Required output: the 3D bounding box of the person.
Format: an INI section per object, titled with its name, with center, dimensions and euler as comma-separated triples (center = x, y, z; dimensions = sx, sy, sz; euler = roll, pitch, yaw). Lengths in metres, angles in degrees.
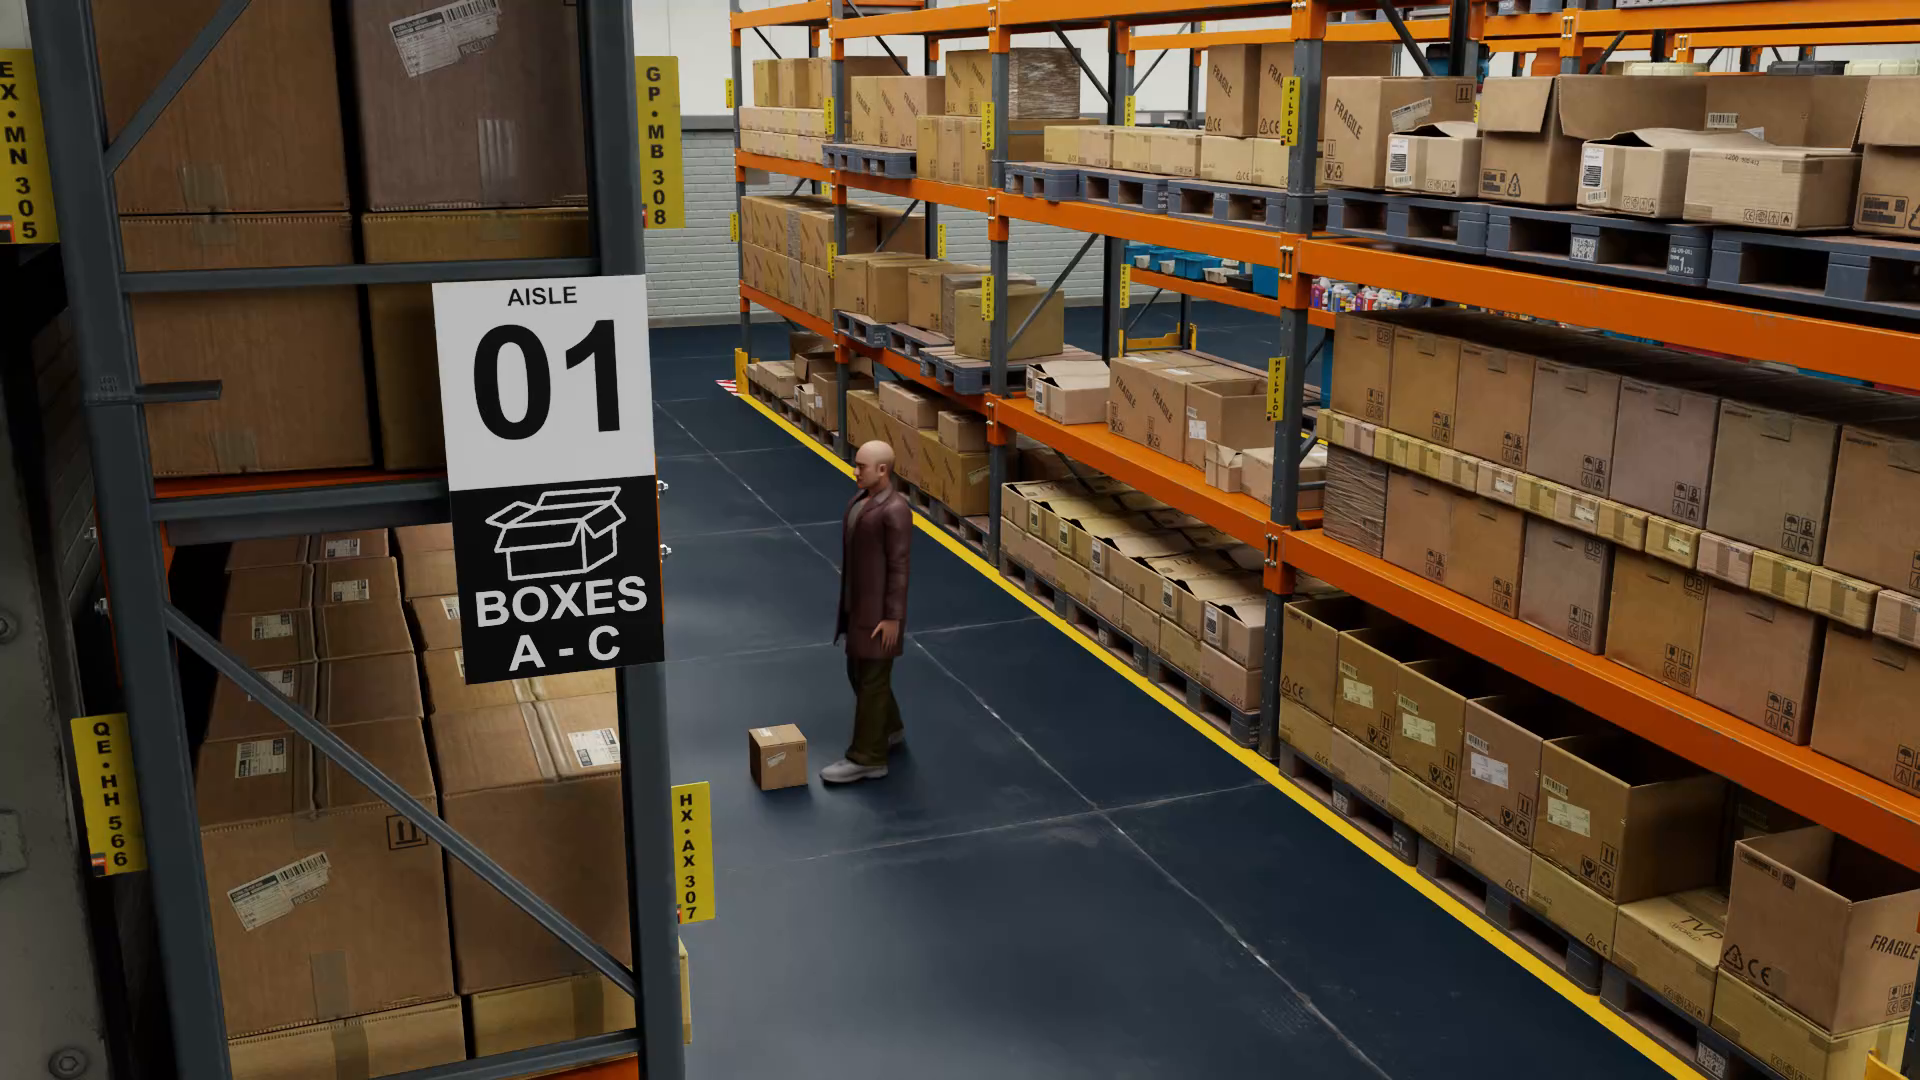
[person]
center = -0.494, 0.370, 8.706
dimensions = 0.623, 1.793, 0.616
euler = -7, 17, -24
